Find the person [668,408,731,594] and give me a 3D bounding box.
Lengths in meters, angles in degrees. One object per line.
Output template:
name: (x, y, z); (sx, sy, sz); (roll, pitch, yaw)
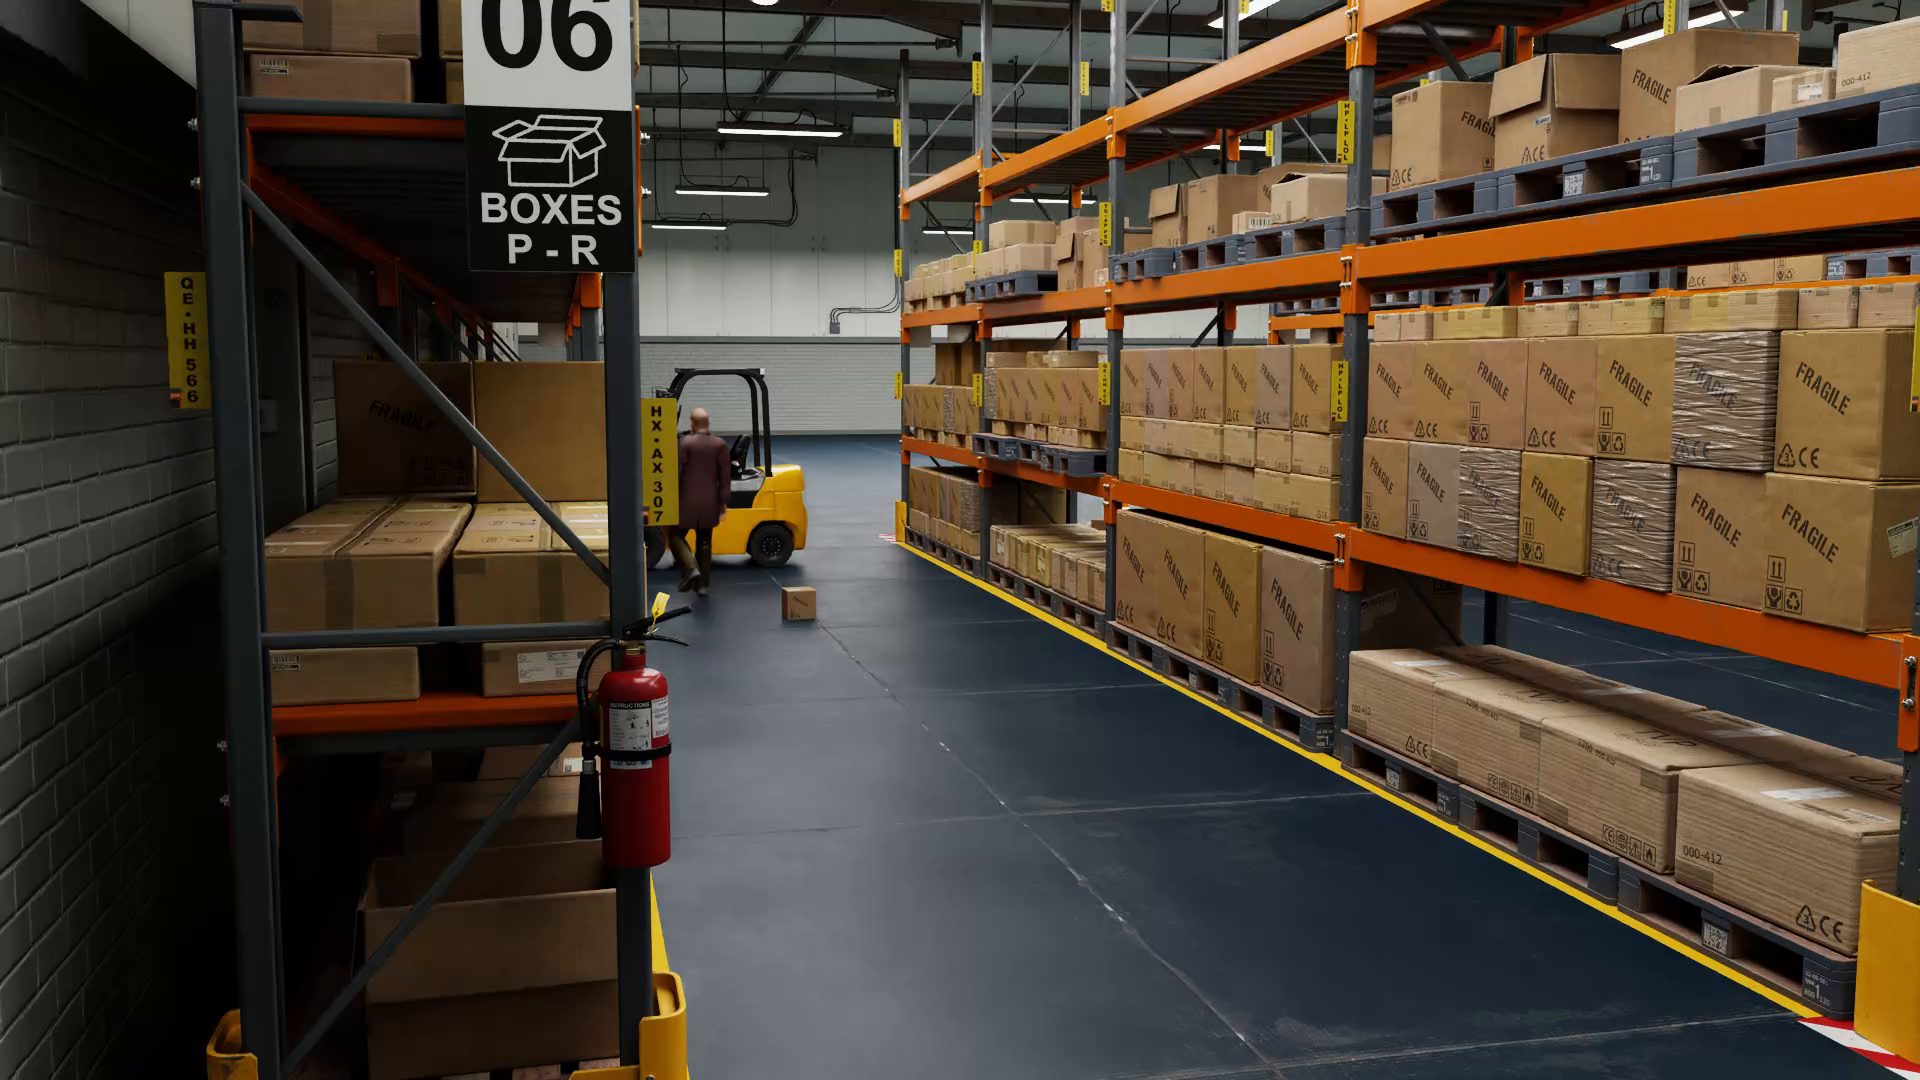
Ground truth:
person: (-2.481, -0.355, 15.581); (0.625, 1.765, 0.769); (-3, 7, -30)
